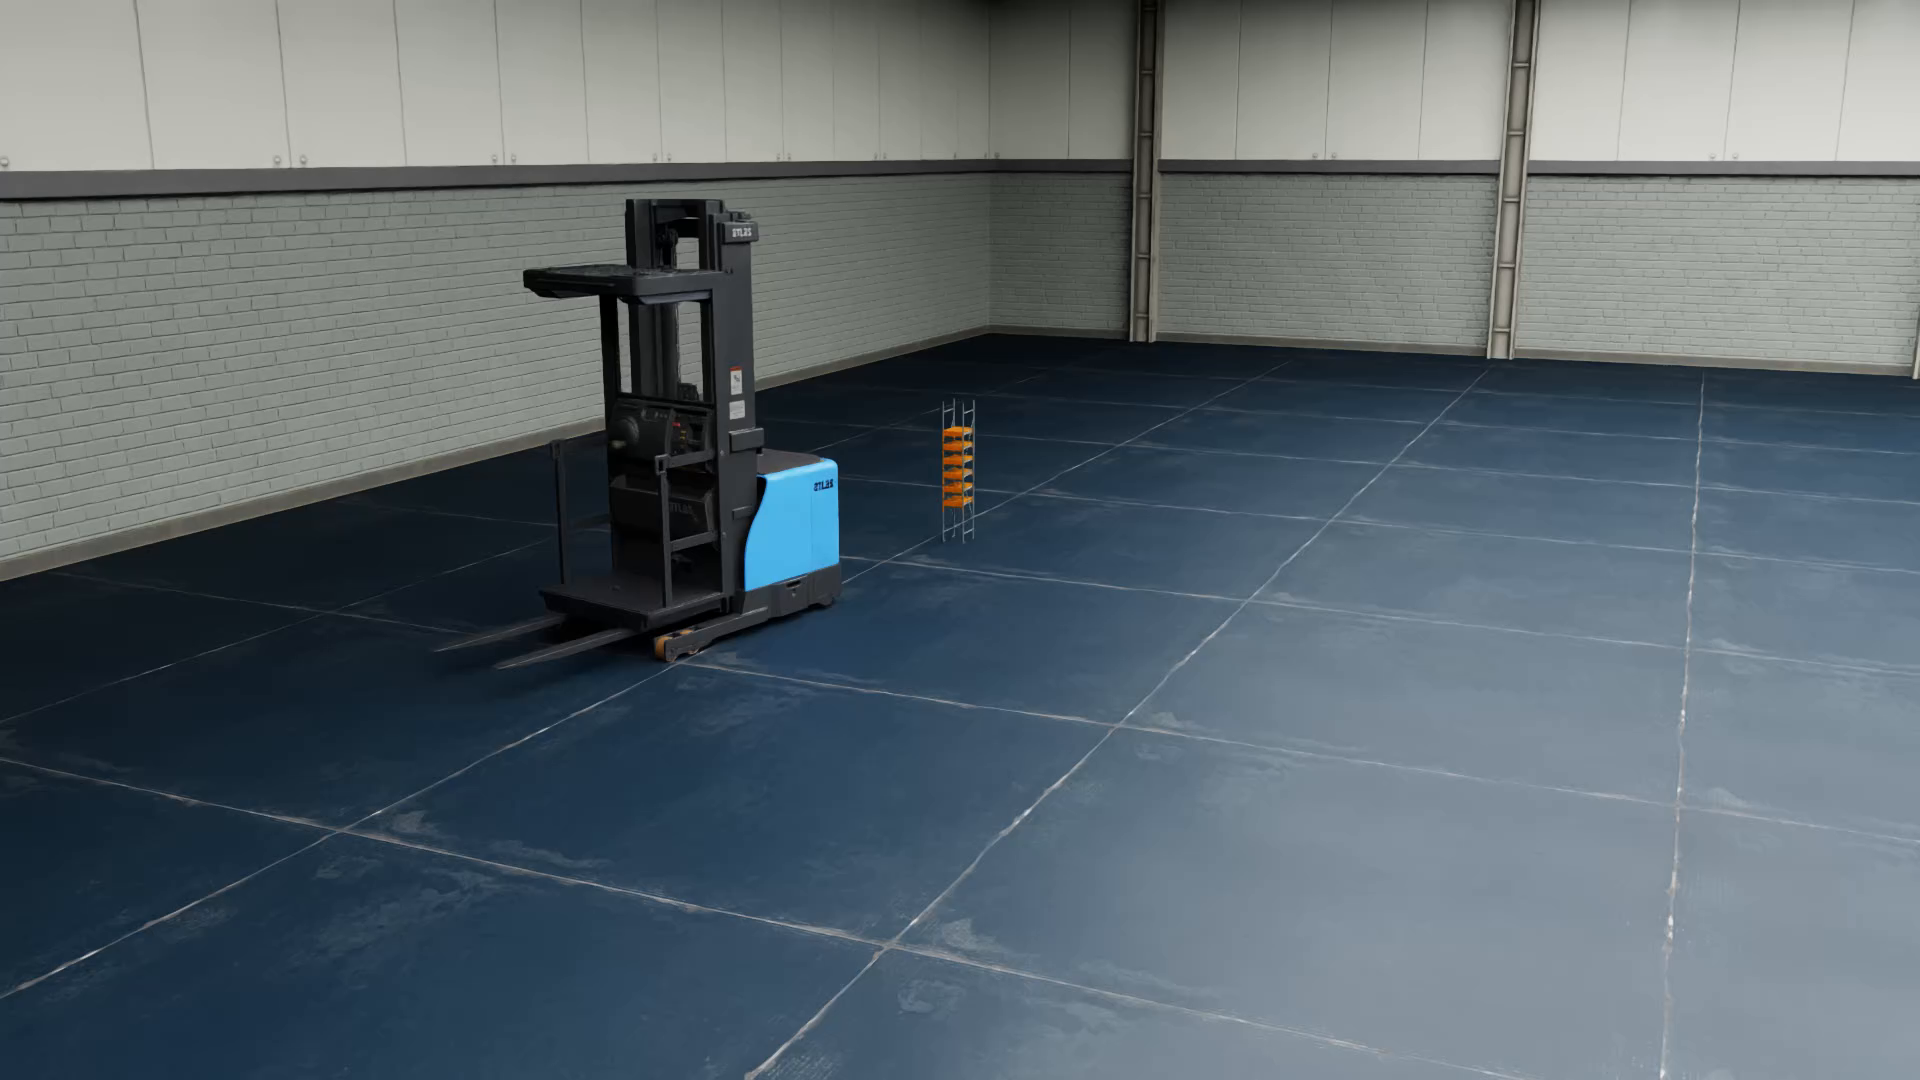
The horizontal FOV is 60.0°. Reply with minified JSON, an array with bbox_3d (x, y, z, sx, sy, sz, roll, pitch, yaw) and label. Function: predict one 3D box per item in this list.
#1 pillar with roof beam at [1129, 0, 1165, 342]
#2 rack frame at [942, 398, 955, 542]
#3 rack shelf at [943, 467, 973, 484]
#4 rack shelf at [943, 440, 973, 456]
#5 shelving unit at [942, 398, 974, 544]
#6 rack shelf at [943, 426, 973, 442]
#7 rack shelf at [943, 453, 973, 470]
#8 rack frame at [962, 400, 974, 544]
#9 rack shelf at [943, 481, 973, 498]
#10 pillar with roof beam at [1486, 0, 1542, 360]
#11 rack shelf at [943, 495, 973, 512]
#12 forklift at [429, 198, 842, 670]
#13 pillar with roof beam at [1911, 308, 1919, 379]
[{"bbox_3d":[1.456,-6.964,24.235,0.400,9.000,9.100,6,14,23],"label":"pillar with roof beam"},{"bbox_3d":[-0.097,-0.594,14.160,0.006,1.200,0.240,6,14,23],"label":"rack frame"},{"bbox_3d":[-0.013,-0.542,14.134,0.180,0.103,0.258,6,14,23],"label":"rack shelf"},{"bbox_3d":[-0.013,-0.776,14.079,0.180,0.103,0.258,6,14,23],"label":"rack shelf"},{"bbox_3d":[-0.013,-0.585,14.123,0.189,1.200,0.258,6,14,23],"label":"shelving unit"},{"bbox_3d":[-0.013,-0.893,14.051,0.180,0.103,0.258,6,14,23],"label":"rack shelf"},{"bbox_3d":[-0.013,-0.659,14.106,0.180,0.103,0.258,6,14,23],"label":"rack shelf"},{"bbox_3d":[0.070,-0.577,14.087,0.006,1.200,0.240,6,14,23],"label":"rack frame"},{"bbox_3d":[-0.013,-0.425,14.161,0.180,0.103,0.258,6,14,23],"label":"rack shelf"},{"bbox_3d":[6.942,-6.409,21.869,0.400,9.000,9.100,6,14,23],"label":"pillar with roof beam"},{"bbox_3d":[-0.013,-0.309,14.188,0.180,0.103,0.258,6,14,23],"label":"rack shelf"},{"bbox_3d":[-2.147,-0.758,11.070,1.130,2.935,3.031,10,16,35],"label":"forklift"},{"bbox_3d":[12.427,-5.854,19.503,0.400,9.000,9.100,6,14,23],"label":"pillar with roof beam"}]
